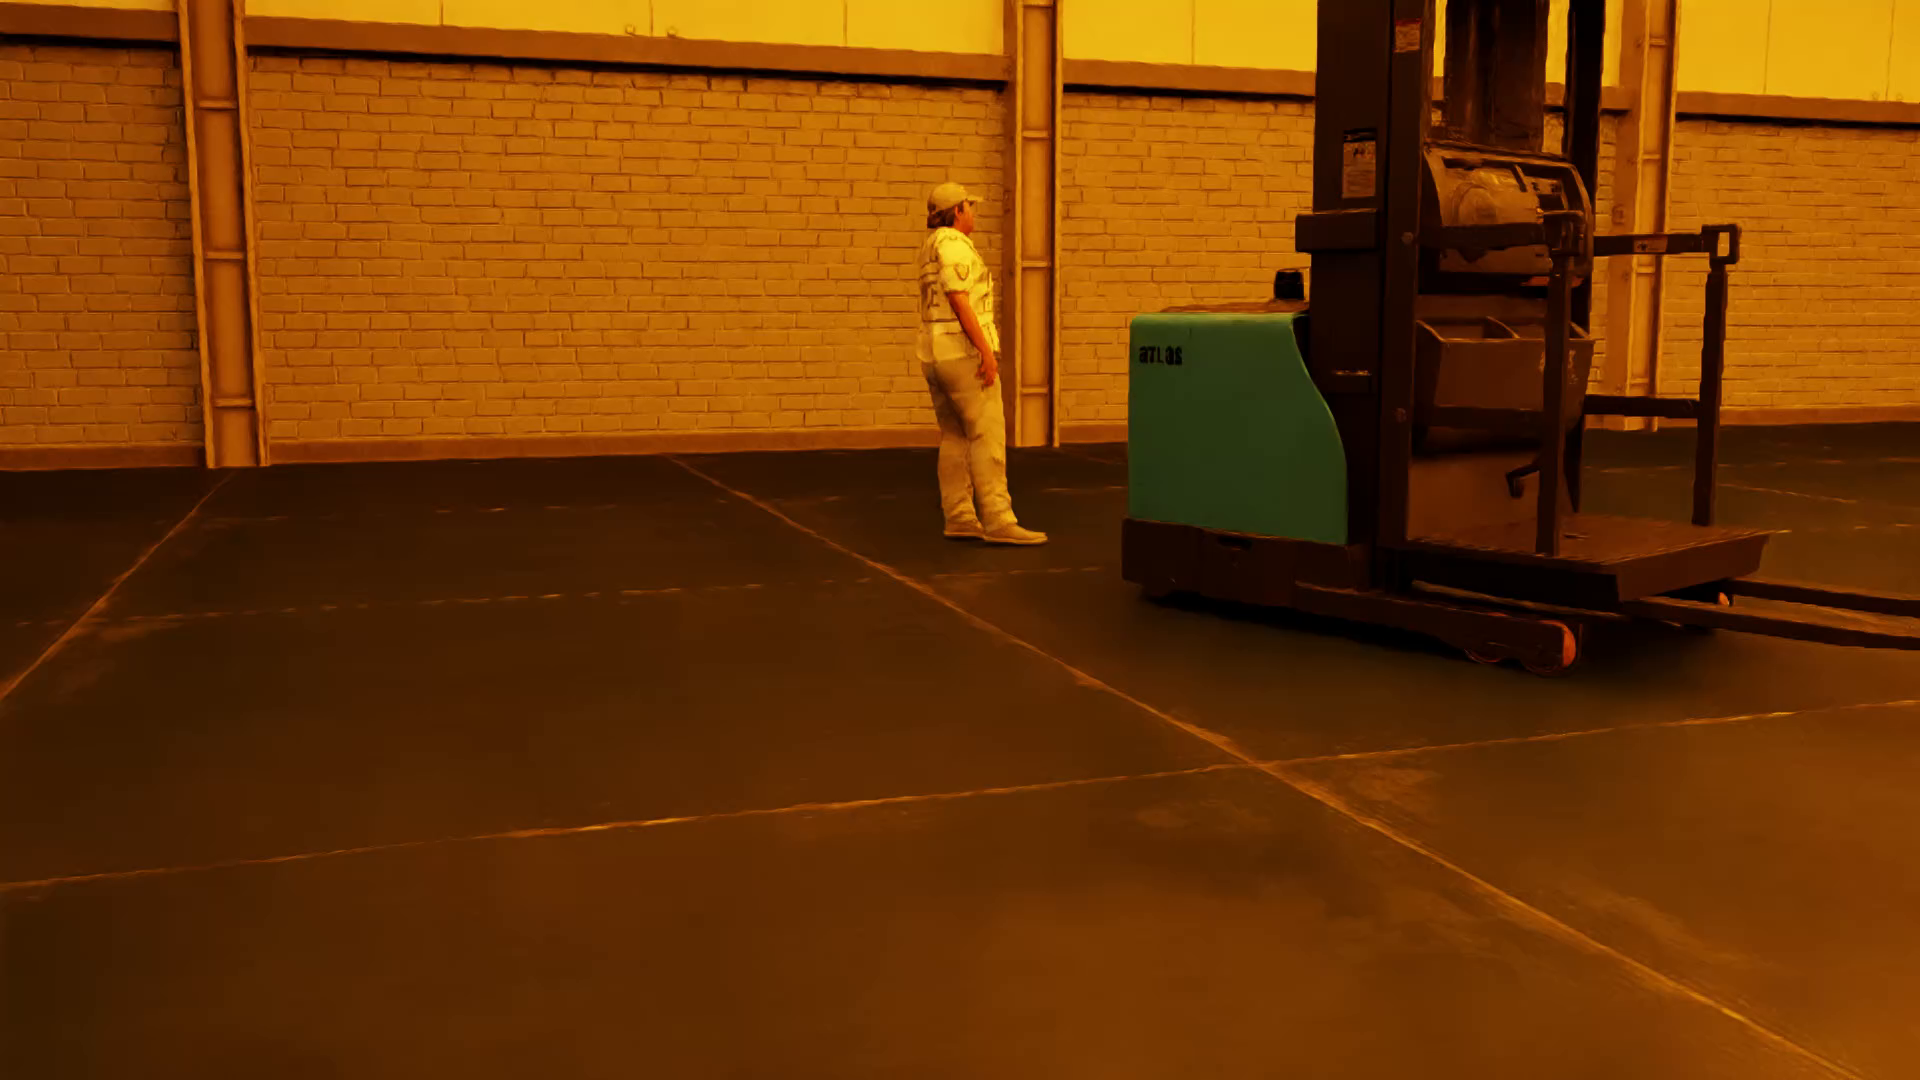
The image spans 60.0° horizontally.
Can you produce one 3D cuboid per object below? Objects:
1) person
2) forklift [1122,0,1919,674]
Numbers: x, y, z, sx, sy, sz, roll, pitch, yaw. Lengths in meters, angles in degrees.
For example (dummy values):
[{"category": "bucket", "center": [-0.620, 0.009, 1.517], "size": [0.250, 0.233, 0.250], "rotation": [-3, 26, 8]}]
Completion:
[{"category": "person", "center": [0.080, -0.833, 7.813], "size": [0.529, 1.669, 0.598], "rotation": [-3, 8, -18]}, {"category": "forklift", "center": [1.956, -1.128, 5.337], "size": [1.130, 2.935, 3.031], "rotation": [-7, 10, -40]}]
